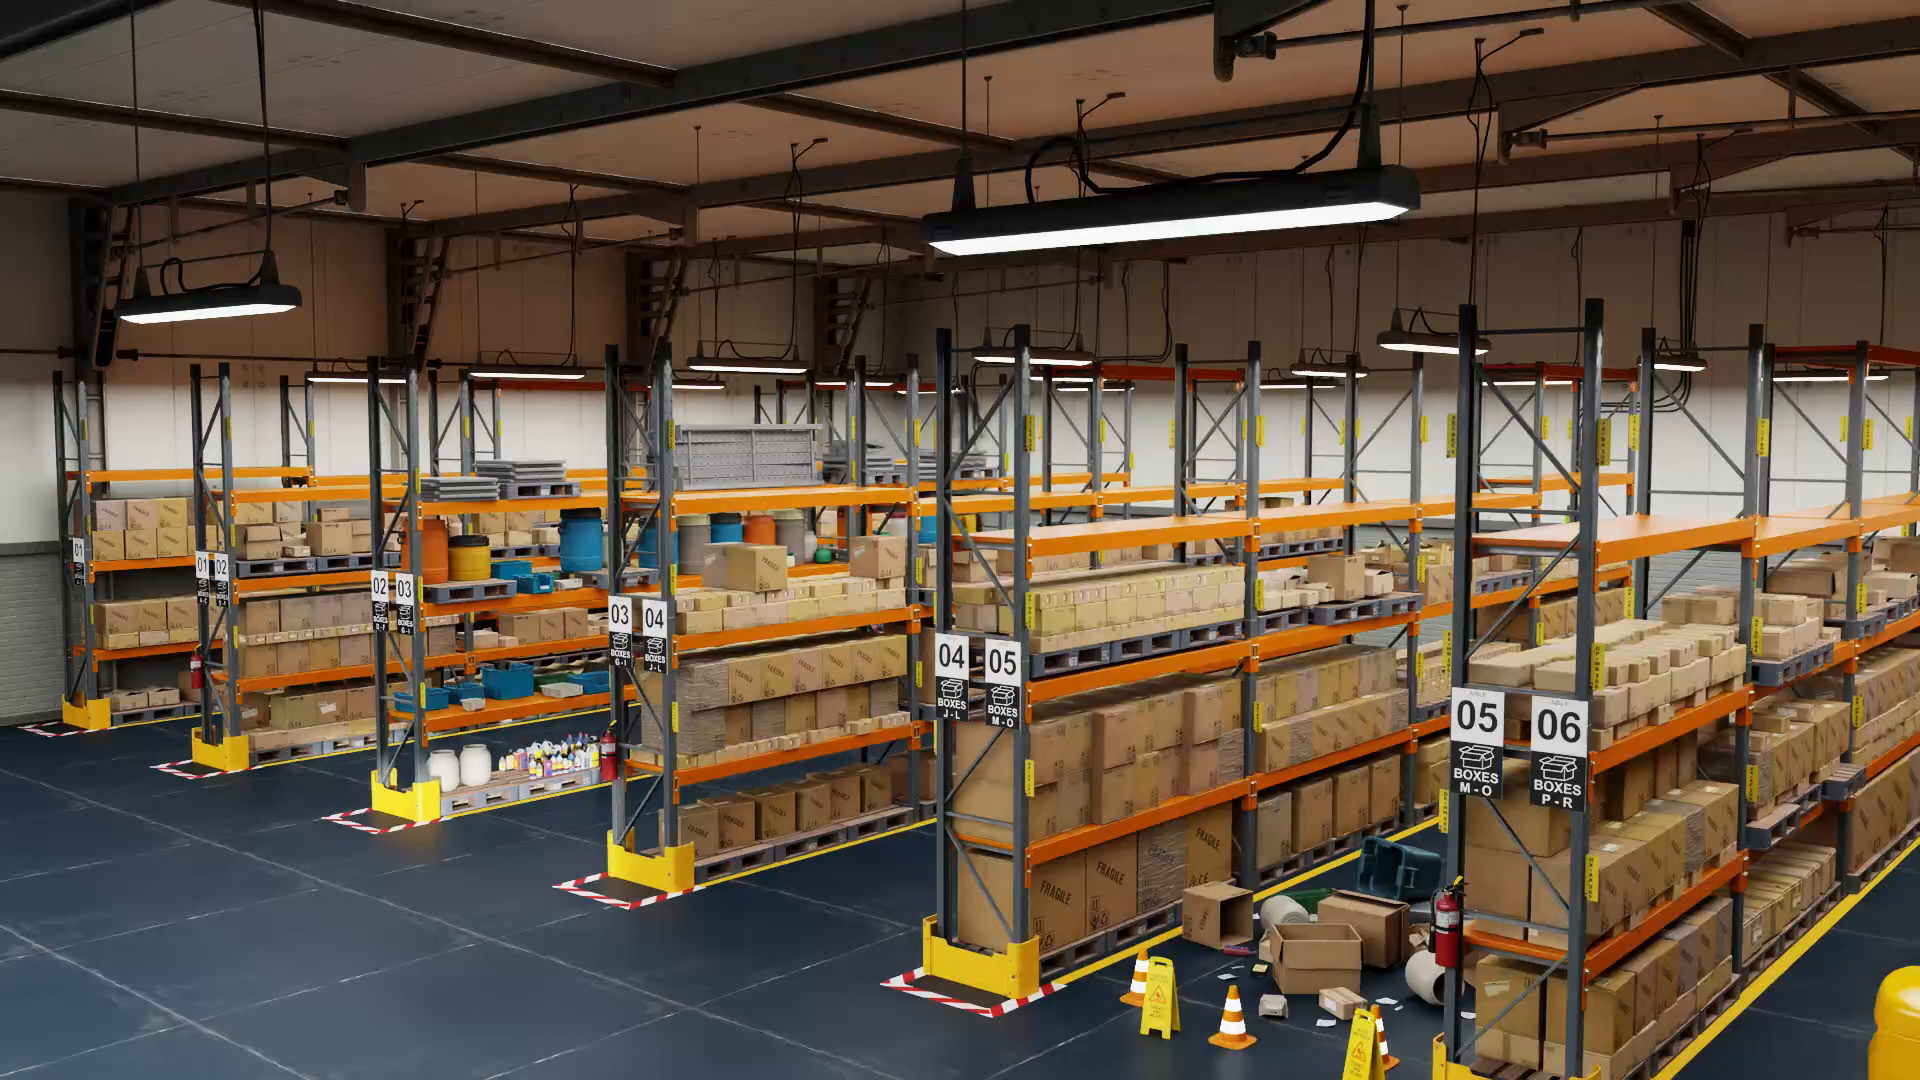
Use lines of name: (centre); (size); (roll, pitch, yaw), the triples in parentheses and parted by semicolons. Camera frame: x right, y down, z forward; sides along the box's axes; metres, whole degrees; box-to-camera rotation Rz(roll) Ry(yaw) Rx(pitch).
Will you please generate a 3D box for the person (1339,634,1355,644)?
person: (7.298, 2.092, 31.707); (0.557, 1.575, 1.027); (-4, 6, -42)
